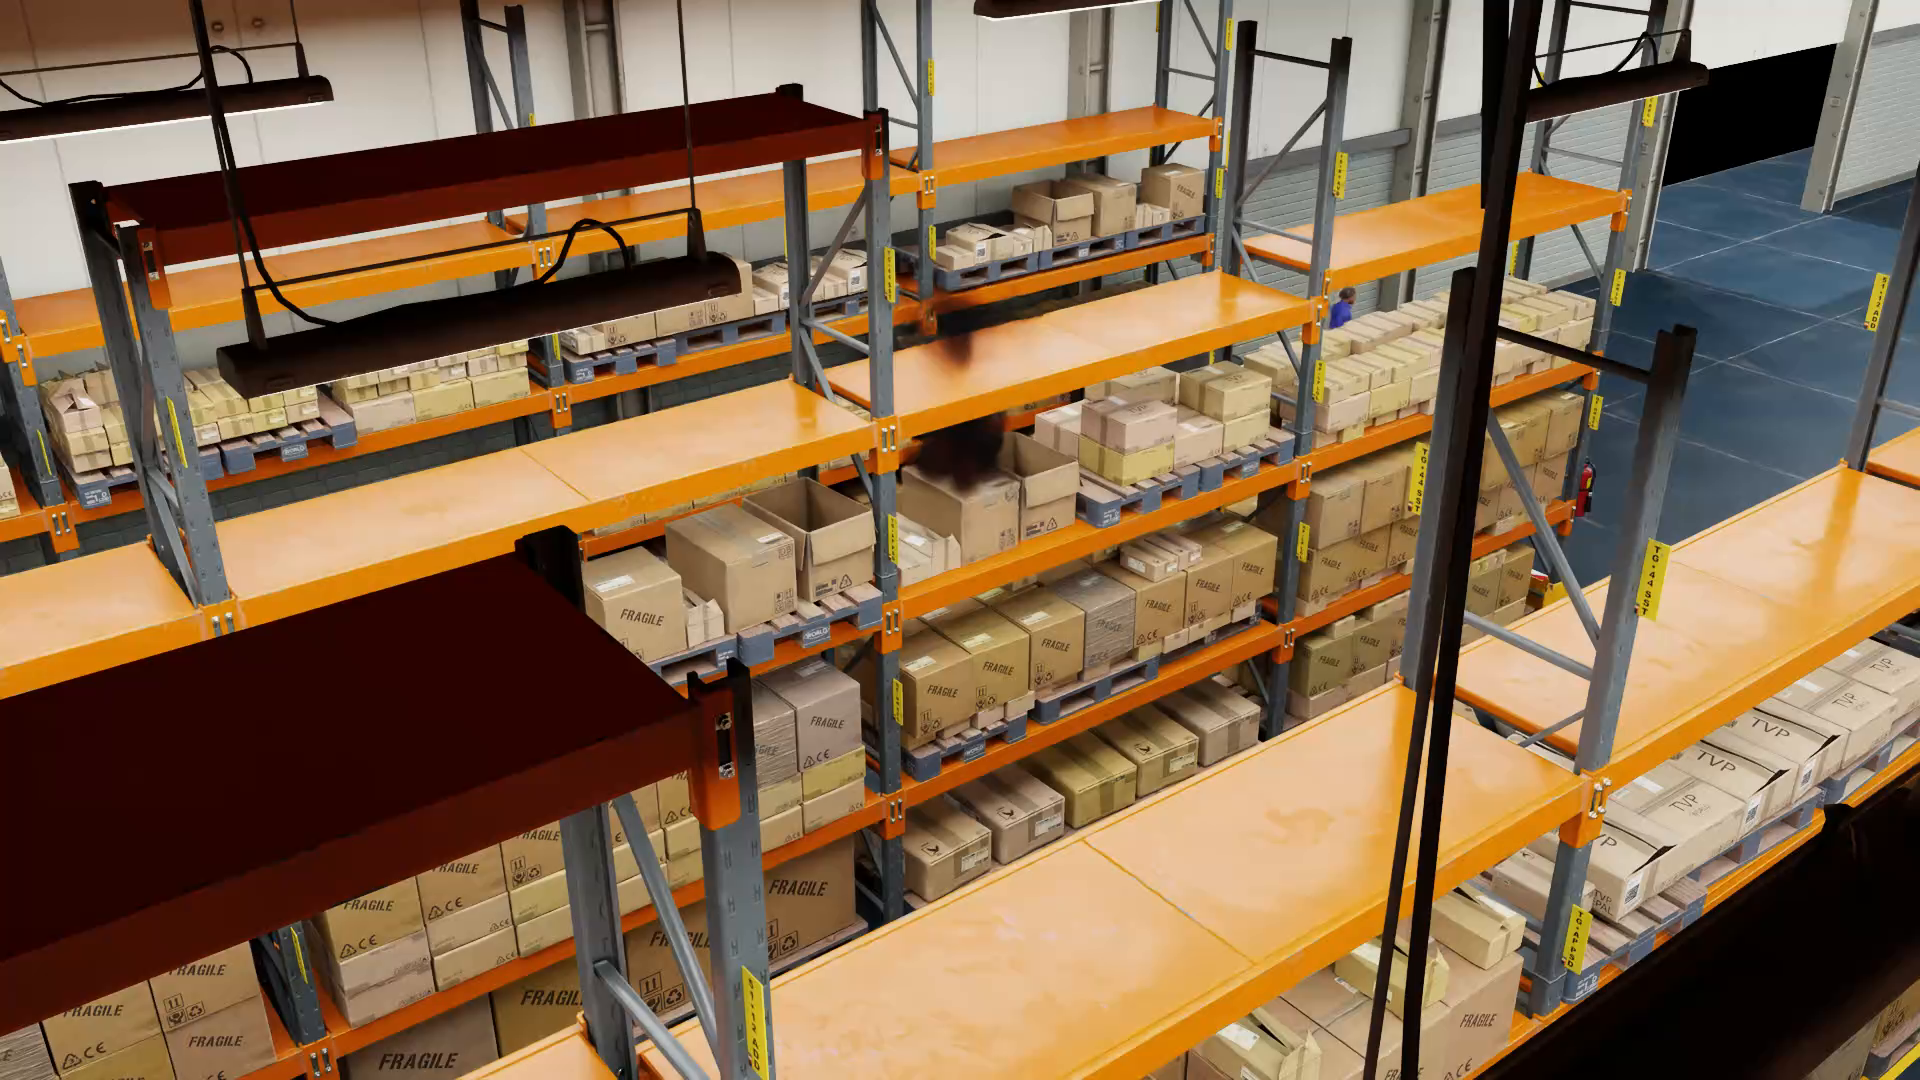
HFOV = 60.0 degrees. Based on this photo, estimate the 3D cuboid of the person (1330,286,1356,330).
[{"bbox_3d":[4.761,-2.455,21.322,0.609,1.576,0.728,-3,26,-7],"label":"person"}]
